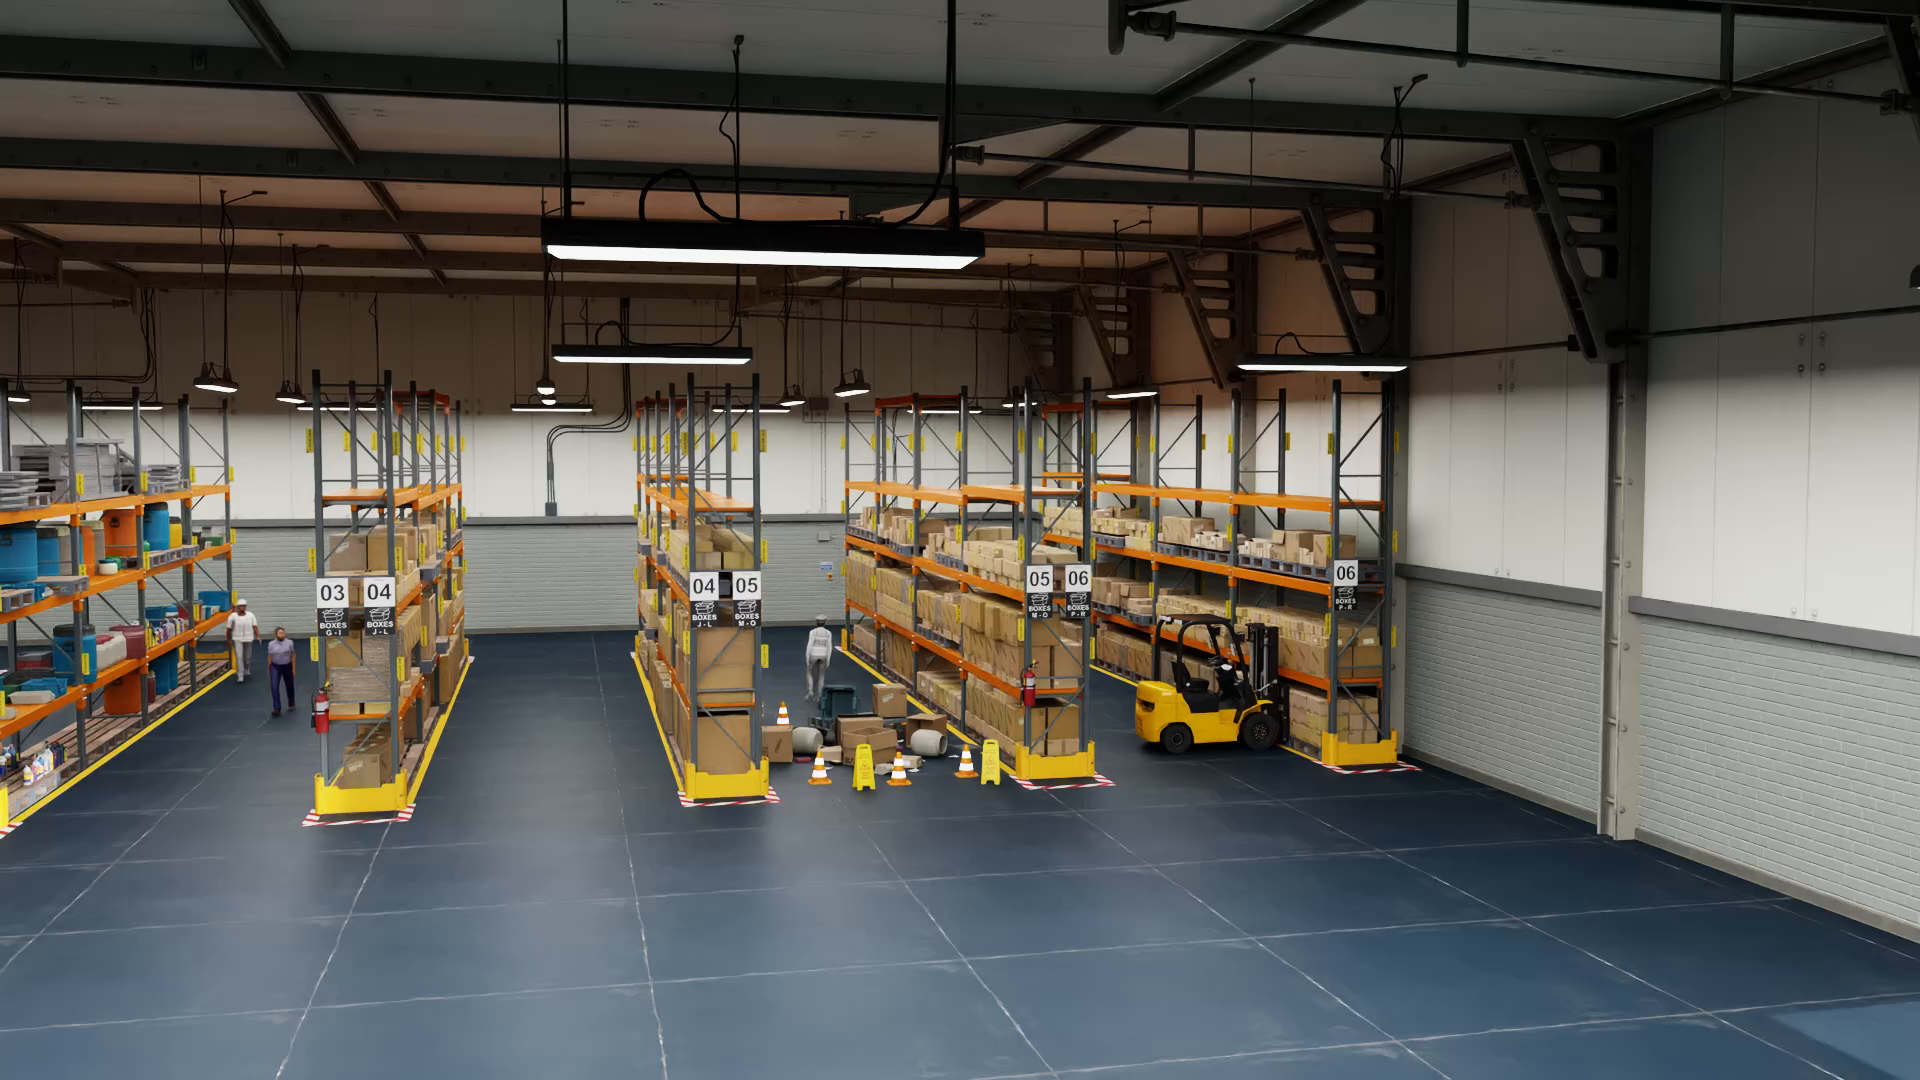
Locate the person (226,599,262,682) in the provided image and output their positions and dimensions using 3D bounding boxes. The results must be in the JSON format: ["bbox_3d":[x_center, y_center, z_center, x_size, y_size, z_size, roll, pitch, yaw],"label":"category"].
[{"bbox_3d":[-15.102,2.105,35.065,0.671,1.721,1.069,-2,4,-28],"label":"person"}]

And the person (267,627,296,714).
[{"bbox_3d":[-12.631,2.398,30.979,0.482,1.600,0.857,-1,3,-16],"label":"person"}]

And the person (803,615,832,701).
[{"bbox_3d":[-2.768,2.293,32.259,0.579,1.682,0.372,-1,3,-13],"label":"person"}]
